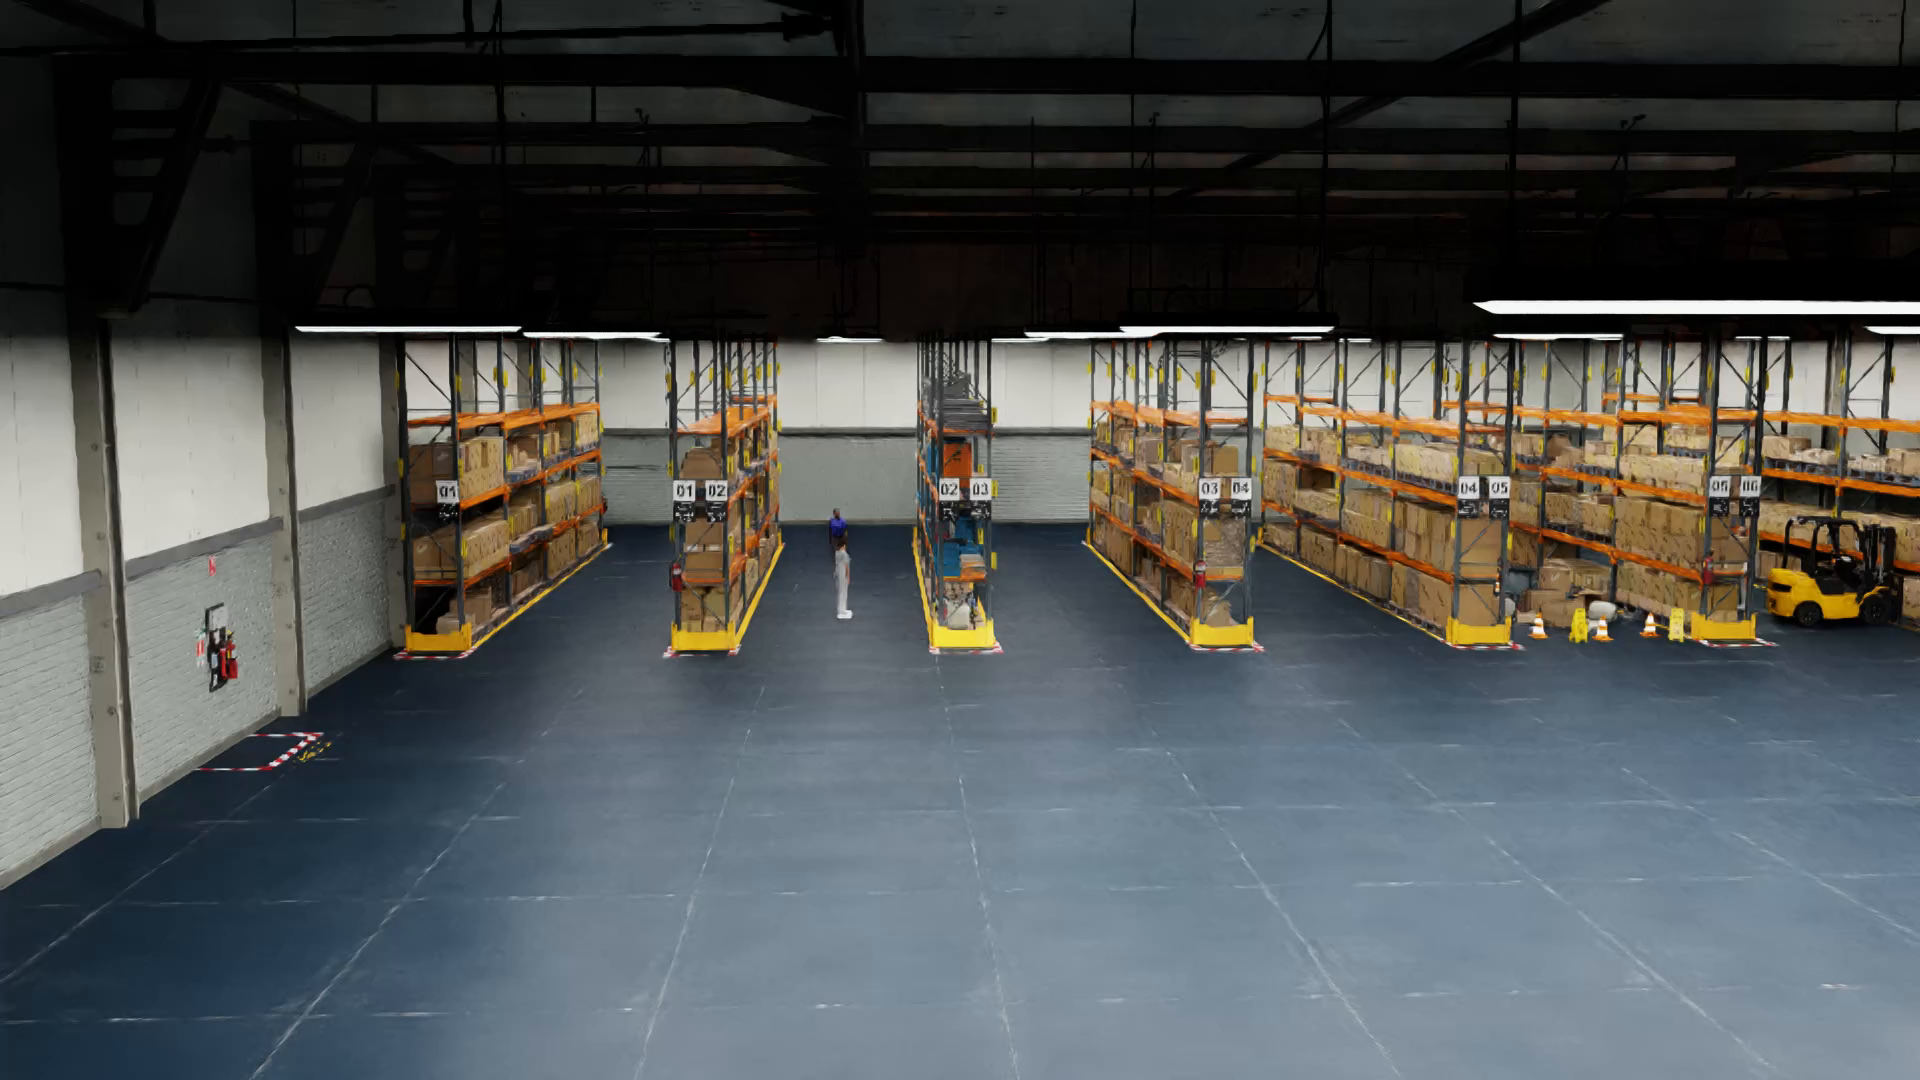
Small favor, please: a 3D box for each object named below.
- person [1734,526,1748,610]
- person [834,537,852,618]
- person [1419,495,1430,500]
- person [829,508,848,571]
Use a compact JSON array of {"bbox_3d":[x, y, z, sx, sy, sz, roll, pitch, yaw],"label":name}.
[{"bbox_3d":[16.850,0.585,35.988,0.636,1.775,0.677,3,8,27],"label":"person"},{"bbox_3d":[-2.427,0.777,34.846,0.445,1.674,0.493,-4,8,-32],"label":"person"},{"bbox_3d":[14.380,-1.158,51.069,0.481,1.718,0.696,-5,9,-38],"label":"person"},{"bbox_3d":[-3.081,-0.030,42.063,0.447,1.596,0.999,0,7,-4],"label":"person"}]
